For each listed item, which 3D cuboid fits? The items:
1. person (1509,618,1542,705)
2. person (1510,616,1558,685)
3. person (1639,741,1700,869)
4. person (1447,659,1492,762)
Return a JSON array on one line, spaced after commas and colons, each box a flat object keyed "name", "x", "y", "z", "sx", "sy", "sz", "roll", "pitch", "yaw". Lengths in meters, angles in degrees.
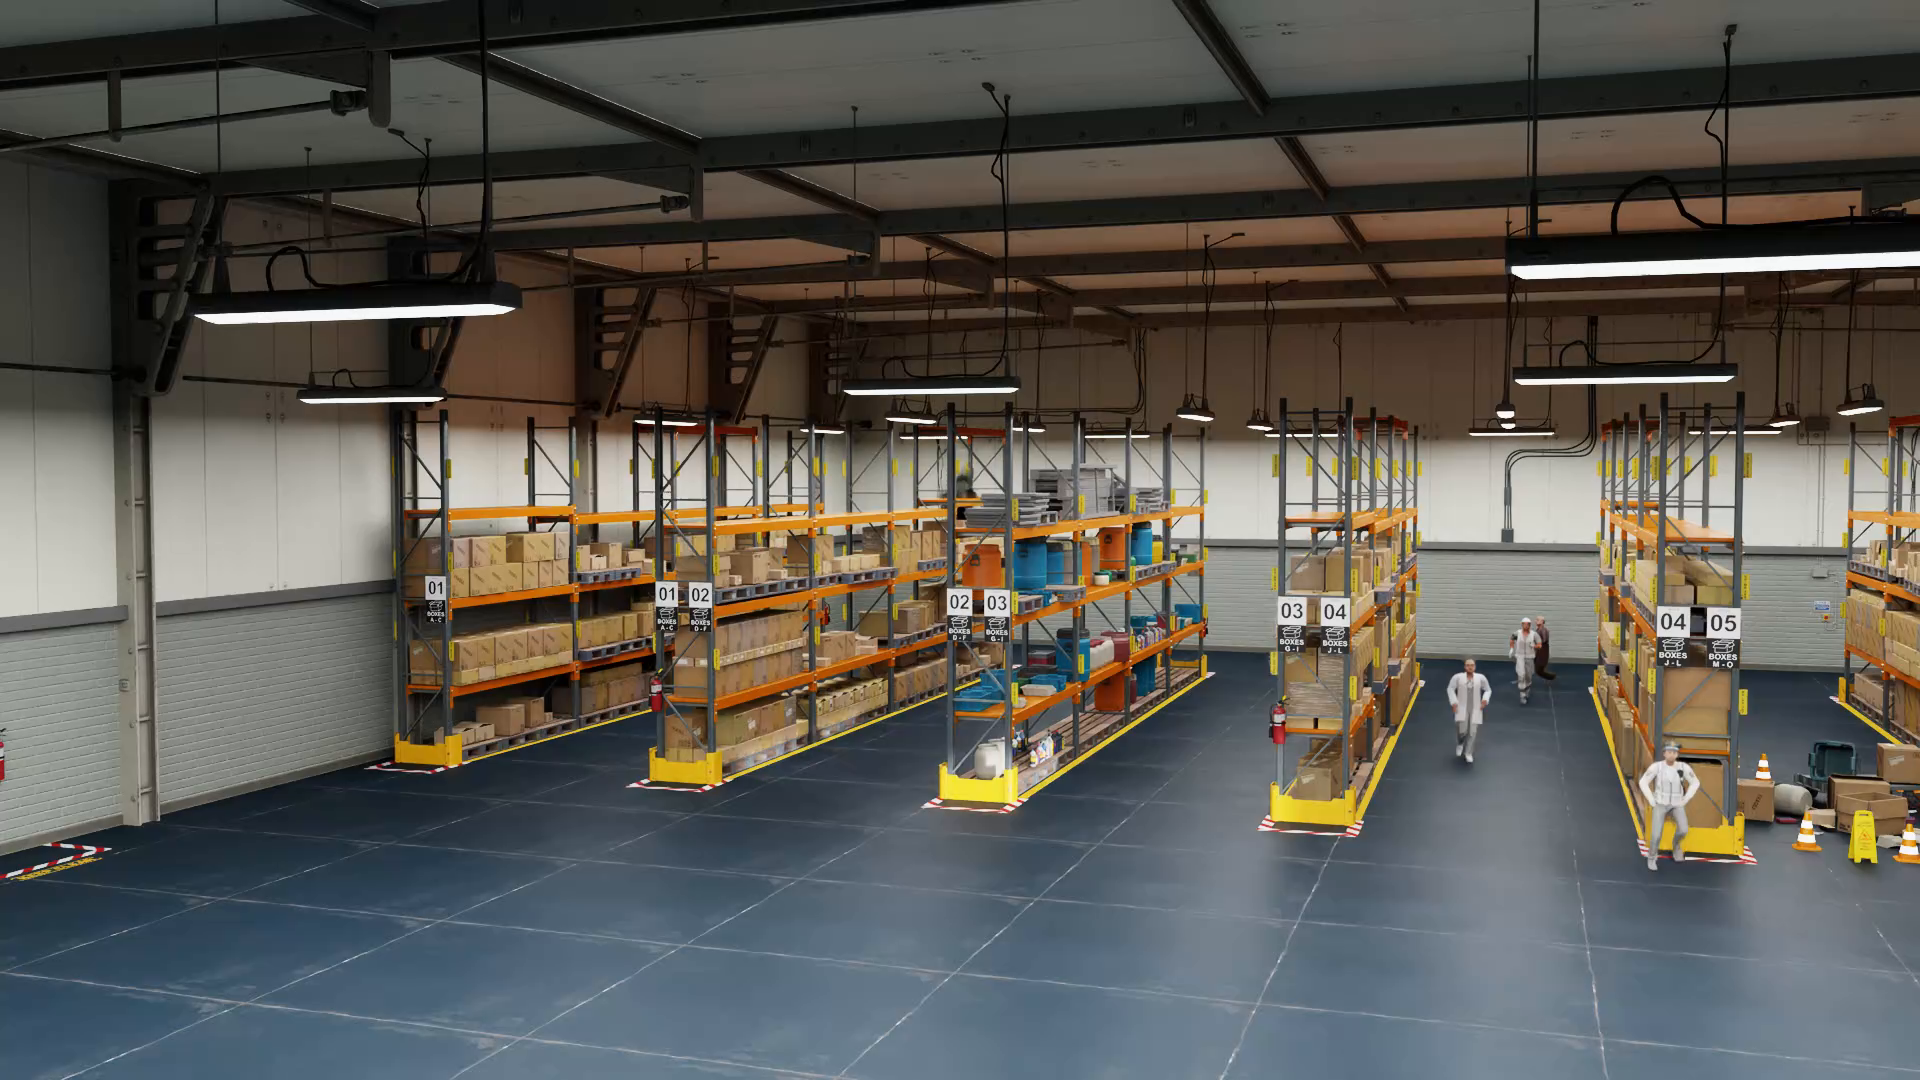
[{"name": "person", "x": 12.087, "y": 2.556, "z": 35.546, "sx": 0.655, "sy": 1.812, "sz": 0.942, "roll": 1, "pitch": 3, "yaw": 16}, {"name": "person", "x": 13.229, "y": 2.531, "z": 38.081, "sx": 0.961, "sy": 1.574, "sz": 0.752, "roll": 0, "pitch": 2, "yaw": -10}, {"name": "person", "x": 8.867, "y": 3.326, "z": 20.739, "sx": 0.712, "sy": 1.653, "sz": 0.513, "roll": 0, "pitch": 2, "yaw": 11}, {"name": "person", "x": 8.736, "y": 2.912, "z": 28.498, "sx": 0.727, "sy": 1.748, "sz": 0.632, "roll": 0, "pitch": 2, "yaw": 11}]
